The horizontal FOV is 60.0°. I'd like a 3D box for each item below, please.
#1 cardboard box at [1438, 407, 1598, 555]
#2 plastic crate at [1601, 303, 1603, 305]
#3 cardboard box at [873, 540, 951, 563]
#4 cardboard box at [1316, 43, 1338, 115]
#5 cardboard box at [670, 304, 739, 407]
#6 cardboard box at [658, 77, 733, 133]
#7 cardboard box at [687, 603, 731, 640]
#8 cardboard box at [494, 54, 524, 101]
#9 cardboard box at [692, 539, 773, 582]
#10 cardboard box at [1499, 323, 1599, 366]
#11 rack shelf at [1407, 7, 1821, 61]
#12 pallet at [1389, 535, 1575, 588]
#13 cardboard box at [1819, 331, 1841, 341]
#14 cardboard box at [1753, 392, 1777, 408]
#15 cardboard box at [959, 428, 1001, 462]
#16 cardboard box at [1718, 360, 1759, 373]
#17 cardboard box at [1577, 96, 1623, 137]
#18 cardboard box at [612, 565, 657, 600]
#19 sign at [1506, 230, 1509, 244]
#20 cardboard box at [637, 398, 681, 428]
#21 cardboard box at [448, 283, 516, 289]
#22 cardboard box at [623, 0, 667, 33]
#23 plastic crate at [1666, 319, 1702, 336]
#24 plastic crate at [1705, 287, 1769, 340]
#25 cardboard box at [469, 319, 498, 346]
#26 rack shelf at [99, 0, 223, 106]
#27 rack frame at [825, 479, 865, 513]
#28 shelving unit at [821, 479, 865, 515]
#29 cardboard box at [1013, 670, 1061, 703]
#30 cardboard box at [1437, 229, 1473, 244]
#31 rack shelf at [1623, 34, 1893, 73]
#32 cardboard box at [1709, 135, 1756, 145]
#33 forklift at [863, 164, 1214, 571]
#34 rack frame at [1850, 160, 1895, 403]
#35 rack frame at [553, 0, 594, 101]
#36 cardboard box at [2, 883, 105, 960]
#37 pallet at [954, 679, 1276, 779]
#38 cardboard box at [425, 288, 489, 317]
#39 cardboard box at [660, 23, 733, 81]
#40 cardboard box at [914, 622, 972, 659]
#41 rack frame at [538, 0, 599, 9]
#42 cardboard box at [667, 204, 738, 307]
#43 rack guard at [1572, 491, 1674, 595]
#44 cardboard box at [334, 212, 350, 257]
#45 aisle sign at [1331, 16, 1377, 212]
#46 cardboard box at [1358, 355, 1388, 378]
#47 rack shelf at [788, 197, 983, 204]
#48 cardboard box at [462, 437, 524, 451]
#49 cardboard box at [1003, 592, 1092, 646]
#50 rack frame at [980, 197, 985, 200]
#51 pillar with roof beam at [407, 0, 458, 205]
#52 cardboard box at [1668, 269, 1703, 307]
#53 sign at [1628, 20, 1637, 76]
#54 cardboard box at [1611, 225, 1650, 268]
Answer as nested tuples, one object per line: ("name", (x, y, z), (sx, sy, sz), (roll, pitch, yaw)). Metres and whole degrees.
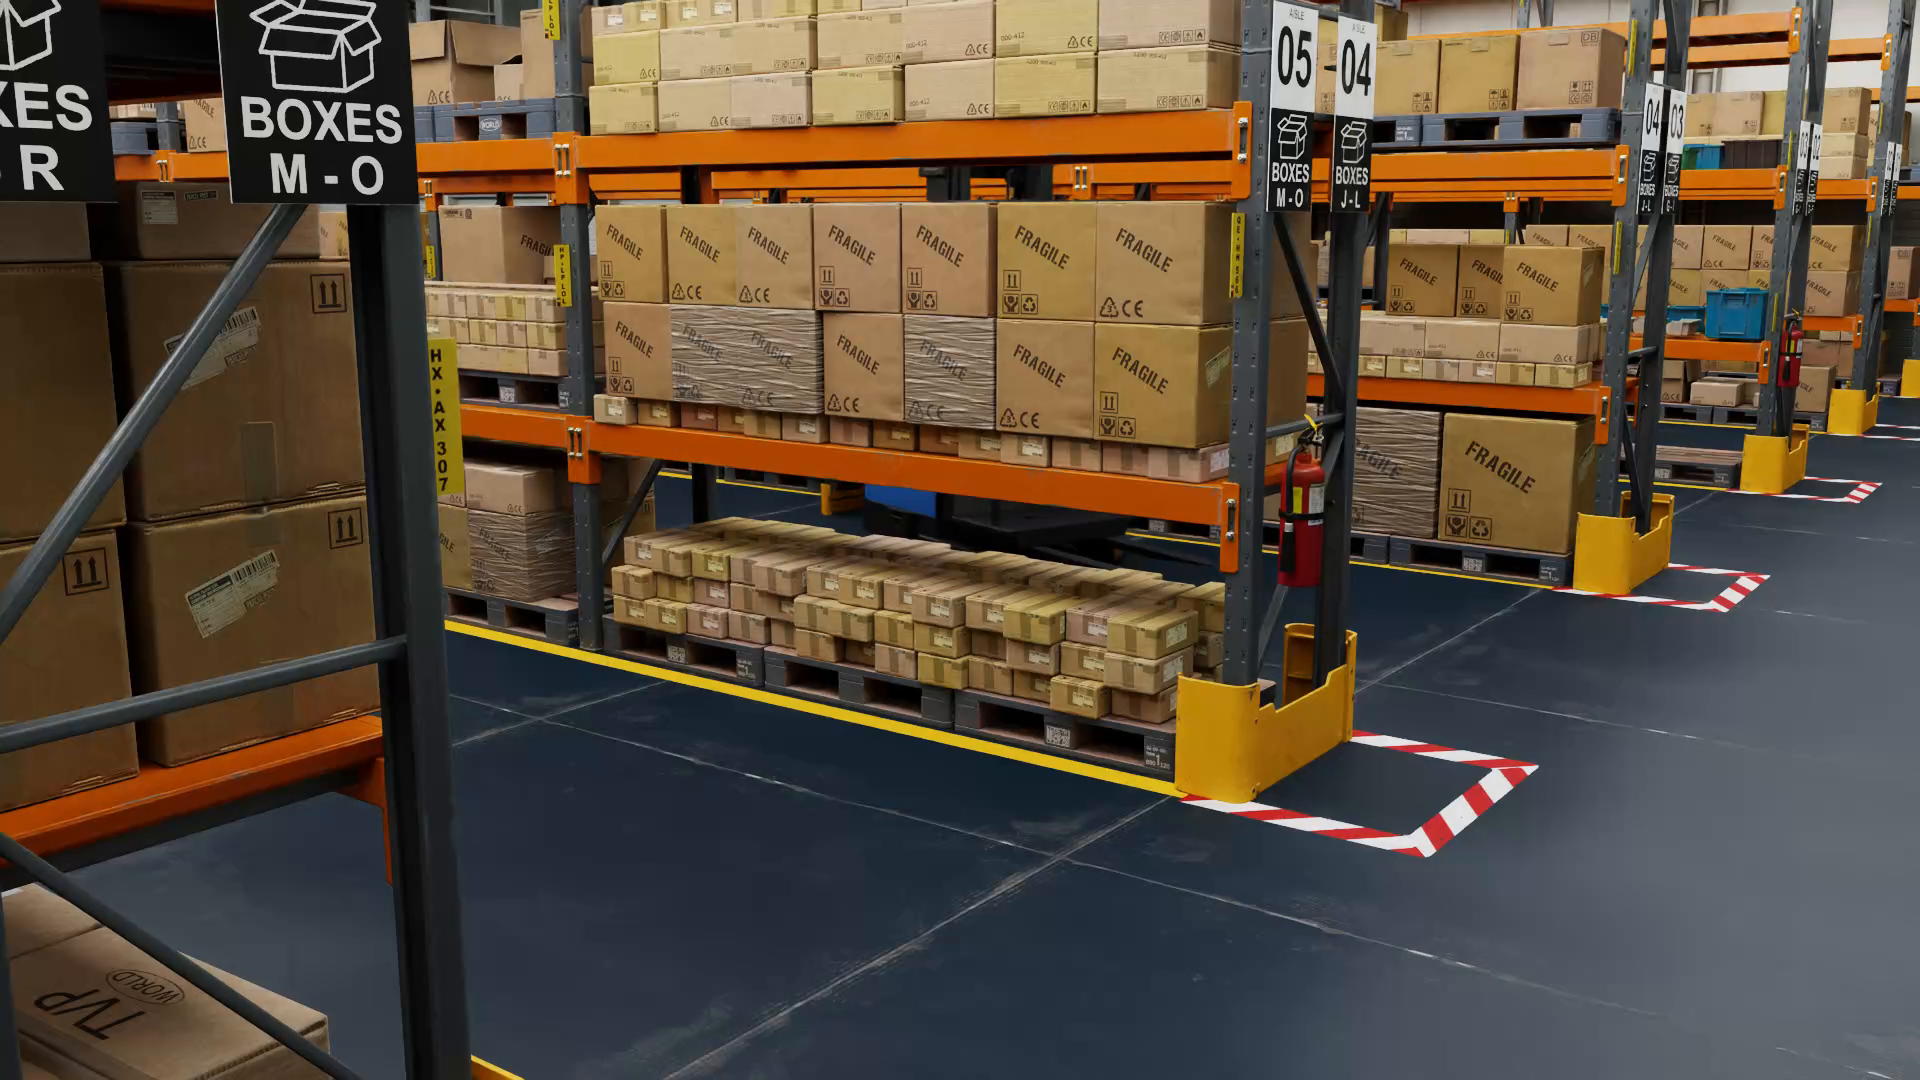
("cardboard box", (3.887, -0.446, 11.428), (0.875, 0.875, 0.875), (8, 13, 36))
("plastic crate", (6.074, -2.189, 16.230), (0.300, 0.233, 0.416), (8, 13, 36))
("cardboard box", (-0.256, 0.112, 8.889), (0.250, 0.149, 0.380), (7, 13, 34))
("cardboard box", (2.660, -3.230, 11.798), (0.500, 0.500, 0.700), (9, 14, 38))
("cardboard box", (-1.138, -0.972, 8.609), (0.500, 0.500, 0.500), (8, 13, 36))
("cardboard box", (-1.165, -2.177, 8.383), (0.500, 0.250, 0.500), (8, 13, 35))
("cardboard box", (-1.243, 0.408, 8.922), (0.250, 0.149, 0.380), (8, 13, 35))
("cardboard box", (-2.377, -2.692, 9.777), (0.500, 0.311, 0.500), (8, 13, 35))
("cardboard box", (-1.217, 0.107, 8.911), (0.250, 0.149, 0.380), (8, 13, 35))
("cardboard box", (3.902, -1.310, 11.015), (0.500, 0.250, 0.500), (8, 13, 35))
("rack shelf", (5.770, -4.603, 15.575), (4.000, 0.370, 1.077), (8, 13, 36))
("pallet", (3.759, 0.068, 11.625), (1.213, 0.211, 1.003), (8, 13, 36))
("cardboard box", (12.204, -2.874, 23.258), (0.250, 0.149, 0.380), (8, 14, 37))
("cardboard box", (9.459, -1.647, 19.449), (0.250, 0.166, 0.380), (8, 13, 36))
("cardboard box", (0.199, -0.465, 7.695), (0.250, 0.149, 0.380), (7, 13, 33))
("cardboard box", (11.379, -2.712, 24.128), (0.500, 0.500, 0.700), (8, 14, 37))
("cardboard box", (7.826, -5.075, 20.074), (0.500, 0.500, 0.700), (8, 13, 36))
("cardboard box", (-1.689, 0.212, 9.154), (0.250, 0.149, 0.380), (9, 14, 38))
("sign", (6.767, -3.673, 20.567), (0.005, 0.325, 0.100), (8, 13, 36))
("cardboard box", (-1.505, -0.702, 8.924), (0.250, 0.149, 0.380), (8, 14, 37))
("cardboard box", (-3.099, -1.590, 10.840), (0.250, 0.149, 0.380), (8, 14, 37))
("cardboard box", (-1.501, -2.660, 8.514), (0.250, 0.149, 0.380), (7, 13, 33))
("plastic crate", (6.617, -1.946, 15.227), (0.243, 0.136, 0.396), (8, 13, 36))
("plastic crate", (7.001, -2.038, 14.914), (0.499, 0.435, 0.616), (8, 13, 36))
("cardboard box", (-2.640, -1.226, 9.745), (0.250, 0.149, 0.380), (9, 14, 38))
("rack shelf", (-3.028, -1.051, 4.061), (4.000, 0.370, 1.077), (8, 13, 36))
("rack frame", (-0.921, -0.988, 13.688), (0.500, 1.500, 0.032), (-11, 15, -44))
("shelving unit", (-0.557, -0.918, 13.327), (0.587, 1.500, 1.083), (-11, 15, -44))
("cardboard box", (0.456, 0.634, 7.754), (0.250, 0.149, 0.380), (8, 13, 35))
("cardboard box", (7.850, -4.765, 26.187), (0.500, 0.250, 0.500), (8, 14, 36))
("rack shelf", (8.704, -5.555, 19.455), (4.000, 0.370, 1.077), (8, 13, 36))
("cardboard box", (8.948, -4.516, 19.157), (0.500, 0.250, 0.500), (8, 13, 36))
("forklift", (0.500, -1.275, 11.404), (1.130, 2.935, 3.031), (-7, 13, -33))
("rack frame", (10.317, -2.740, 18.794), (0.127, 3.000, 1.000), (8, 13, 36))
("rack frame", (-1.791, -3.871, 8.846), (0.127, 3.000, 1.000), (8, 13, 36))
("cardboard box", (-2.750, 1.185, 4.148), (0.875, 0.438, 0.875), (8, 14, 37))
("pallet", (0.737, 0.788, 7.900), (1.213, 0.211, 1.003), (8, 13, 36))
("cardboard box", (-3.063, -1.433, 10.027), (0.250, 0.149, 0.380), (7, 13, 34))
("cardboard box", (-1.147, -2.422, 8.334), (0.500, 0.250, 0.500), (8, 13, 35))
("cardboard box", (-0.007, 0.442, 7.966), (0.250, 0.149, 0.380), (8, 14, 36))
("rack frame", (-5.515, -6.726, 23.605), (0.127, 3.000, 1.000), (8, 13, 36))
("cardboard box", (-1.145, -1.467, 8.539), (0.500, 0.500, 0.500), (7, 13, 34))
("rack guard", (4.469, 0.006, 11.181), (0.348, 0.500, 1.175), (8, 13, 36))
("cardboard box", (-6.554, -3.380, 18.423), (0.500, 0.500, 0.500), (8, 13, 36))
("aisle sign", (1.669, -1.790, 7.039), (0.004, 0.787, 0.394), (8, 13, 36))
("cardboard box", (2.934, -1.234, 11.670), (0.250, 0.149, 0.380), (8, 14, 36))
("rack shelf", (-0.968, -5.433, 26.713), (4.000, 0.370, 1.077), (8, 13, 36))
("cardboard box", (-3.070, -0.513, 10.788), (0.500, 0.250, 0.500), (9, 14, 38))
("cardboard box", (0.403, 0.358, 7.614), (0.250, 0.149, 0.380), (8, 13, 34))
("rack frame", (0.644, -4.089, 25.768), (0.127, 3.000, 1.000), (8, 13, 36))
("pillar with roof beam", (-15.630, -9.661, 38.776), (0.548, 9.000, 9.100), (8, 13, 36))
("cardboard box", (8.569, -2.969, 19.715), (0.500, 0.500, 0.500), (8, 13, 35))
("sign", (4.117, -3.011, 10.174), (0.005, 0.325, 0.100), (8, 13, 36))
("cardboard box", (8.136, -3.518, 19.919), (0.500, 0.500, 0.500), (7, 13, 34))
